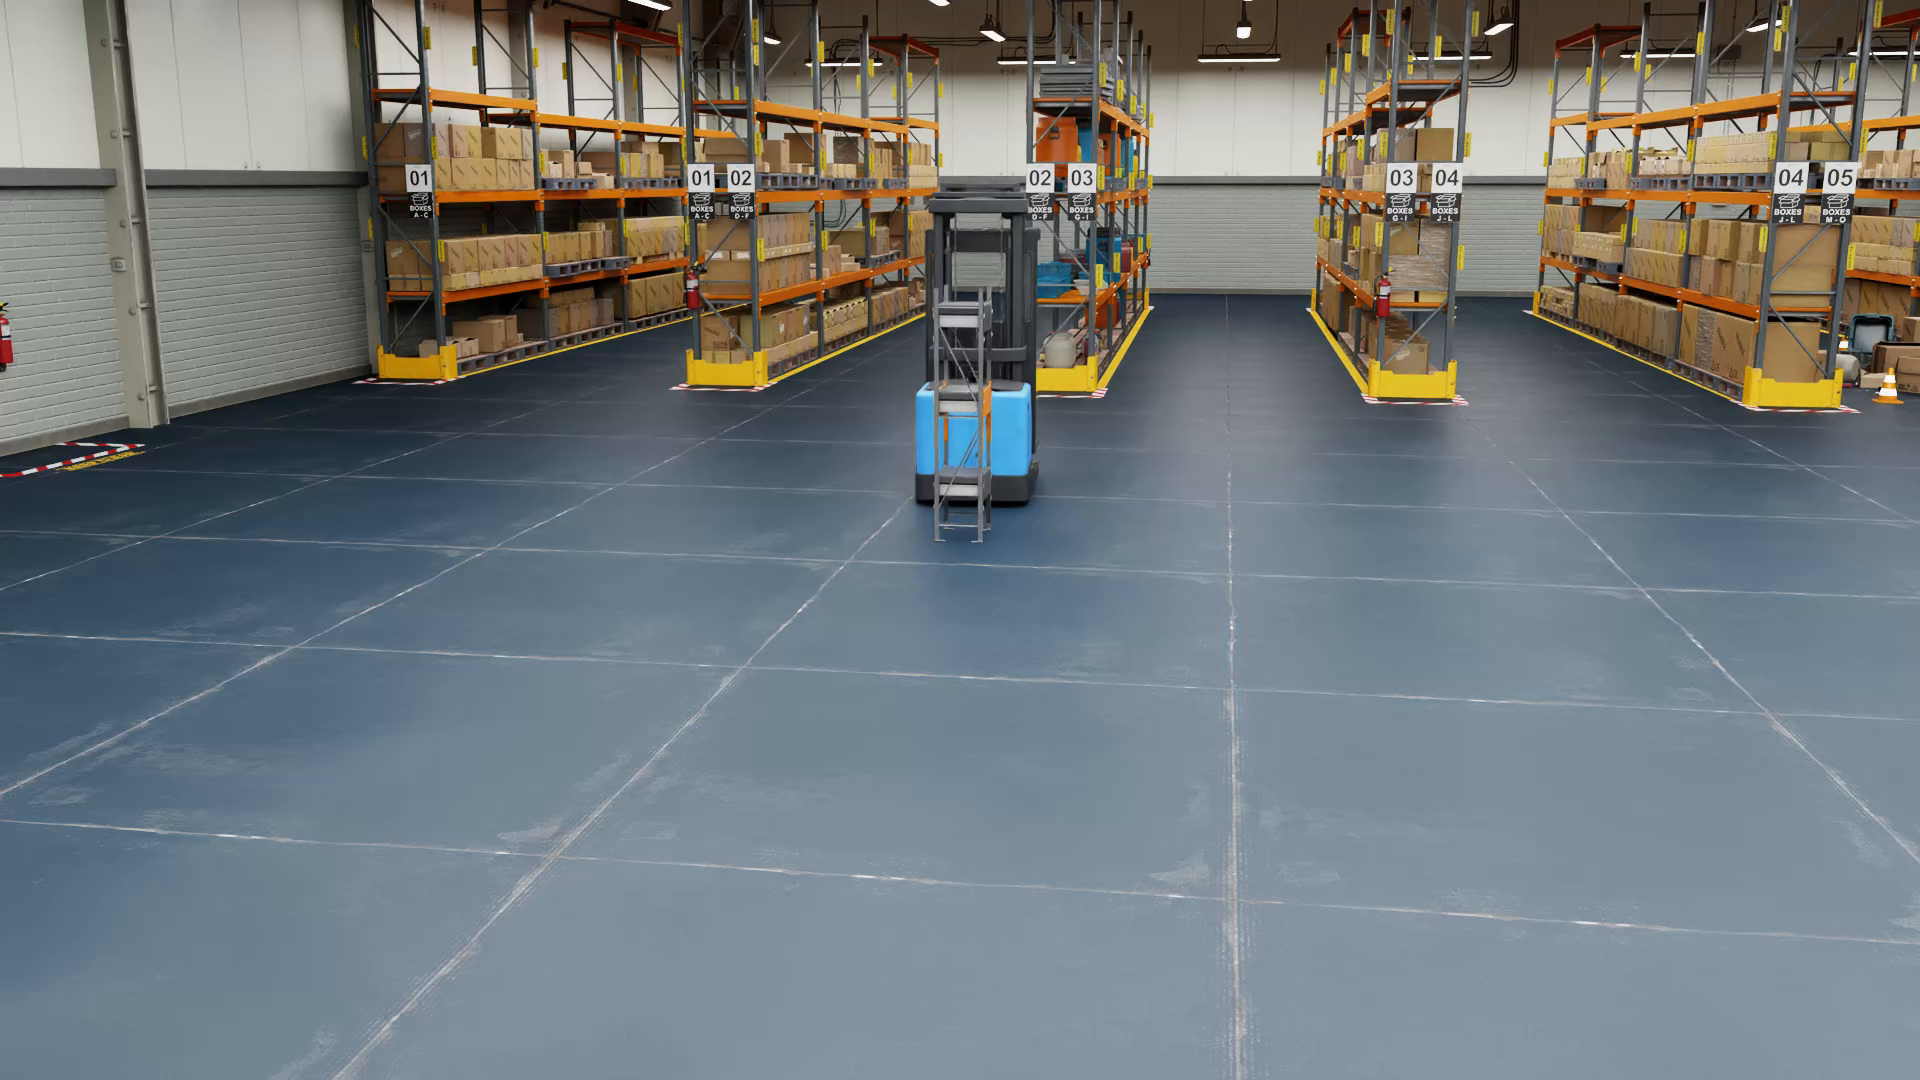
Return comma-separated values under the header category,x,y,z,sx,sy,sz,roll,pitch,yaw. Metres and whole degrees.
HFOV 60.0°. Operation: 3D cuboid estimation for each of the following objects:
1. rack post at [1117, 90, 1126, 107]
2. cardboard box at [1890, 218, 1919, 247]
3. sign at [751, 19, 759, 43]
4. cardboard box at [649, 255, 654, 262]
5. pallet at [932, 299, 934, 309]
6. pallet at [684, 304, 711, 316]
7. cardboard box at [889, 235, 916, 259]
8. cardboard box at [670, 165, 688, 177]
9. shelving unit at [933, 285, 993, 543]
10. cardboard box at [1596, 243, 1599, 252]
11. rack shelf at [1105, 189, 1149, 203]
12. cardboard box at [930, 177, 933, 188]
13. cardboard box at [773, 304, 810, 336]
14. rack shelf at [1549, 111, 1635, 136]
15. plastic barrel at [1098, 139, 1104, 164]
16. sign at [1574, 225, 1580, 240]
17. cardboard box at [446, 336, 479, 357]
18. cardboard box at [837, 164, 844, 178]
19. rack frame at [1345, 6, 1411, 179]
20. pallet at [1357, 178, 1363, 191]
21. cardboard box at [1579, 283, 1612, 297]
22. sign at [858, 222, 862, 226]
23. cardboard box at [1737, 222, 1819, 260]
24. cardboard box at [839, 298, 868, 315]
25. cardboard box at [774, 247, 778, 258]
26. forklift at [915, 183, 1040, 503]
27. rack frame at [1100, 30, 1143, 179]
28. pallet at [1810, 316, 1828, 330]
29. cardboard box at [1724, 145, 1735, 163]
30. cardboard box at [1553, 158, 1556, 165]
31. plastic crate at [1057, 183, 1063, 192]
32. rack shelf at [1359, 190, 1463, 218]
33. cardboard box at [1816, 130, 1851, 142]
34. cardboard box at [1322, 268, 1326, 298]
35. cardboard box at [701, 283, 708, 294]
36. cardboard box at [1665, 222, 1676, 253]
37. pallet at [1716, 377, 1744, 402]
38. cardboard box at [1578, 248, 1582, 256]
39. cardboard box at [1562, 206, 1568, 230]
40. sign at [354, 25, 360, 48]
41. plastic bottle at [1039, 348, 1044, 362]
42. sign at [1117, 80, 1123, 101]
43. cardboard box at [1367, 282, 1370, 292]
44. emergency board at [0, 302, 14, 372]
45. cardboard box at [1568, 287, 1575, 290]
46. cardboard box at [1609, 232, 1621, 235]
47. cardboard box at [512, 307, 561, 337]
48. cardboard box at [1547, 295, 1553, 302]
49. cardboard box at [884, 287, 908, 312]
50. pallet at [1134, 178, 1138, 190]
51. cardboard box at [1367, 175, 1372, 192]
category,x,y,z,sx,sy,sz,roll,pitch,yaw
rack post,2.735,-8.347,31.546,0.954,0.300,0.937,2,12,9
cardboard box,17.242,-5.579,30.149,0.500,0.500,0.500,2,12,10
sign,-2.913,-7.243,23.649,0.100,0.325,0.005,2,12,9
cardboard box,-6.621,-5.888,34.745,0.380,0.149,0.250,2,12,9
pallet,-1.133,-5.581,39.390,1.003,0.211,1.213,2,12,9
pallet,-6.316,-5.246,37.834,1.003,0.211,1.213,2,12,9
cardboard box,-1.267,-6.440,36.517,0.500,0.500,0.500,2,12,10
cardboard box,-6.144,-8.236,37.090,0.500,0.250,0.500,2,12,8
shelving unit,0.025,-1.061,13.932,0.431,2.100,0.503,2,12,9
cardboard box,12.226,-5.517,31.367,0.380,0.149,0.250,2,12,8
rack shelf,3.586,-7.663,37.020,1.077,0.370,4.000,2,12,9
cardboard box,-0.906,-8.300,38.623,0.500,0.250,0.500,2,12,9
cardboard box,-2.789,-3.649,27.553,0.500,0.500,0.500,2,12,9
rack shelf,13.366,-8.786,35.116,1.077,0.370,4.000,2,12,9
plastic barrel,2.323,-6.847,30.335,0.600,0.901,0.600,0,12,0
sign,12.521,-6.229,33.723,0.100,0.325,0.005,2,12,9
cardboard box,-8.073,-3.116,26.669,0.500,0.311,0.500,3,13,13
cardboard box,-2.406,-6.734,30.362,0.500,0.250,0.500,2,12,8
rack frame,7.558,-8.072,30.088,1.000,3.000,0.127,2,12,9
pallet,7.143,-5.806,27.140,1.213,0.211,1.003,2,12,9
cardboard box,12.684,-4.995,33.206,0.500,0.250,0.500,1,12,6
sign,-2.152,-6.733,36.059,0.100,0.325,0.005,2,12,9
cardboard box,11.522,-4.199,23.438,0.875,0.550,0.550,2,12,9
cardboard box,-2.067,-4.479,31.856,0.500,0.311,0.500,2,12,10
cardboard box,-3.030,-4.451,25.751,0.380,0.149,0.250,1,12,7
forklift,0.228,-2.041,16.508,1.130,2.935,3.031,1,12,5
rack frame,3.279,-9.065,34.696,1.000,3.000,0.127,2,12,9
pallet,18.159,-4.443,34.110,1.003,0.211,1.213,2,12,9
cardboard box,11.246,-5.509,23.732,0.500,0.250,0.500,2,12,9
cardboard box,13.228,-8.288,36.436,0.380,0.149,0.250,2,12,9
plastic crate,1.429,-5.500,25.310,0.392,0.384,0.575,2,12,9
rack shelf,6.635,-5.005,24.684,1.077,0.370,4.000,2,12,9
cardboard box,11.579,-5.339,21.995,0.380,0.149,0.250,2,12,9
cardboard box,8.769,-5.835,37.997,0.875,0.875,0.875,2,12,9
cardboard box,-6.213,-5.693,38.228,0.700,0.500,0.500,2,12,8
cardboard box,12.054,-4.978,27.363,0.700,0.500,0.500,2,12,9
pallet,11.258,-2.098,23.227,1.003,0.211,1.213,2,12,9
cardboard box,12.464,-5.696,32.901,0.380,0.149,0.250,2,12,9
cardboard box,13.030,-6.794,35.080,0.500,0.500,0.500,2,12,10
sign,-8.901,-7.444,24.582,0.100,0.325,0.005,2,12,9
plastic bottle,1.283,-2.878,25.825,0.097,0.201,0.097,0,12,0
sign,2.590,-7.277,26.897,0.100,0.325,0.005,2,12,9
cardboard box,6.395,-3.836,25.269,0.380,0.149,0.250,2,12,9
emergency board,-10.443,-2.367,17.856,0.194,1.169,0.643,2,12,9
cardboard box,13.747,-5.556,37.014,0.380,0.149,0.250,2,12,10
cardboard box,13.190,-6.073,33.243,0.380,0.149,0.250,2,12,11
cardboard box,-7.644,-3.935,30.021,0.700,0.500,0.500,2,12,11
cardboard box,13.144,-5.320,36.624,0.380,0.149,0.250,2,12,10
cardboard box,-1.408,-5.175,35.774,0.500,0.500,0.500,2,12,8
pallet,2.878,-6.830,31.892,1.003,0.211,1.213,2,12,9
cardboard box,6.457,-5.401,25.170,0.500,0.250,0.500,1,12,6
